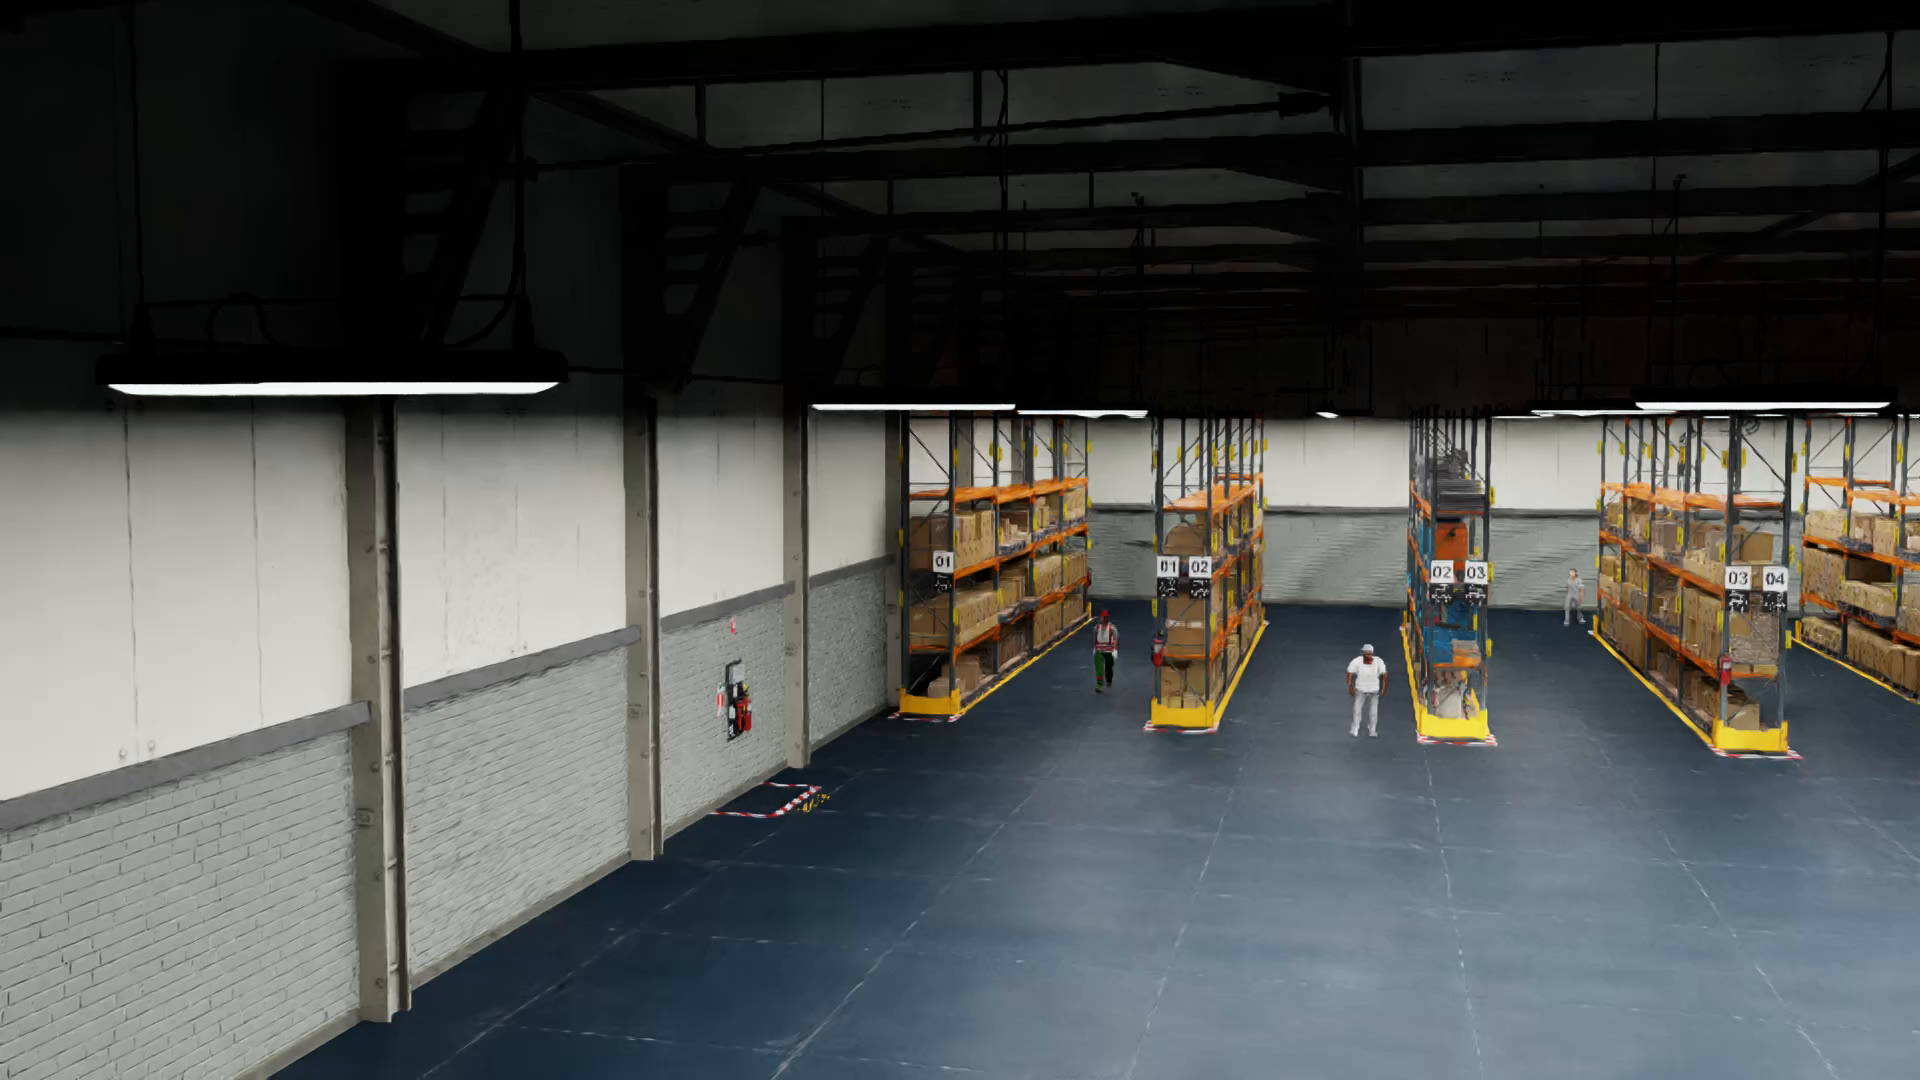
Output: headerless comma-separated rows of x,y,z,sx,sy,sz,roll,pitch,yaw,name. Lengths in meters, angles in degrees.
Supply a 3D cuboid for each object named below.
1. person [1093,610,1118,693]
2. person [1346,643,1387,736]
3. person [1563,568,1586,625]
3.069,2.334,35.142,0.565,1.736,1.042,1,4,12,person
7.370,2.712,30.138,0.719,1.714,0.578,1,4,11,person
17.227,1.577,46.591,0.495,1.609,0.953,3,5,34,person
